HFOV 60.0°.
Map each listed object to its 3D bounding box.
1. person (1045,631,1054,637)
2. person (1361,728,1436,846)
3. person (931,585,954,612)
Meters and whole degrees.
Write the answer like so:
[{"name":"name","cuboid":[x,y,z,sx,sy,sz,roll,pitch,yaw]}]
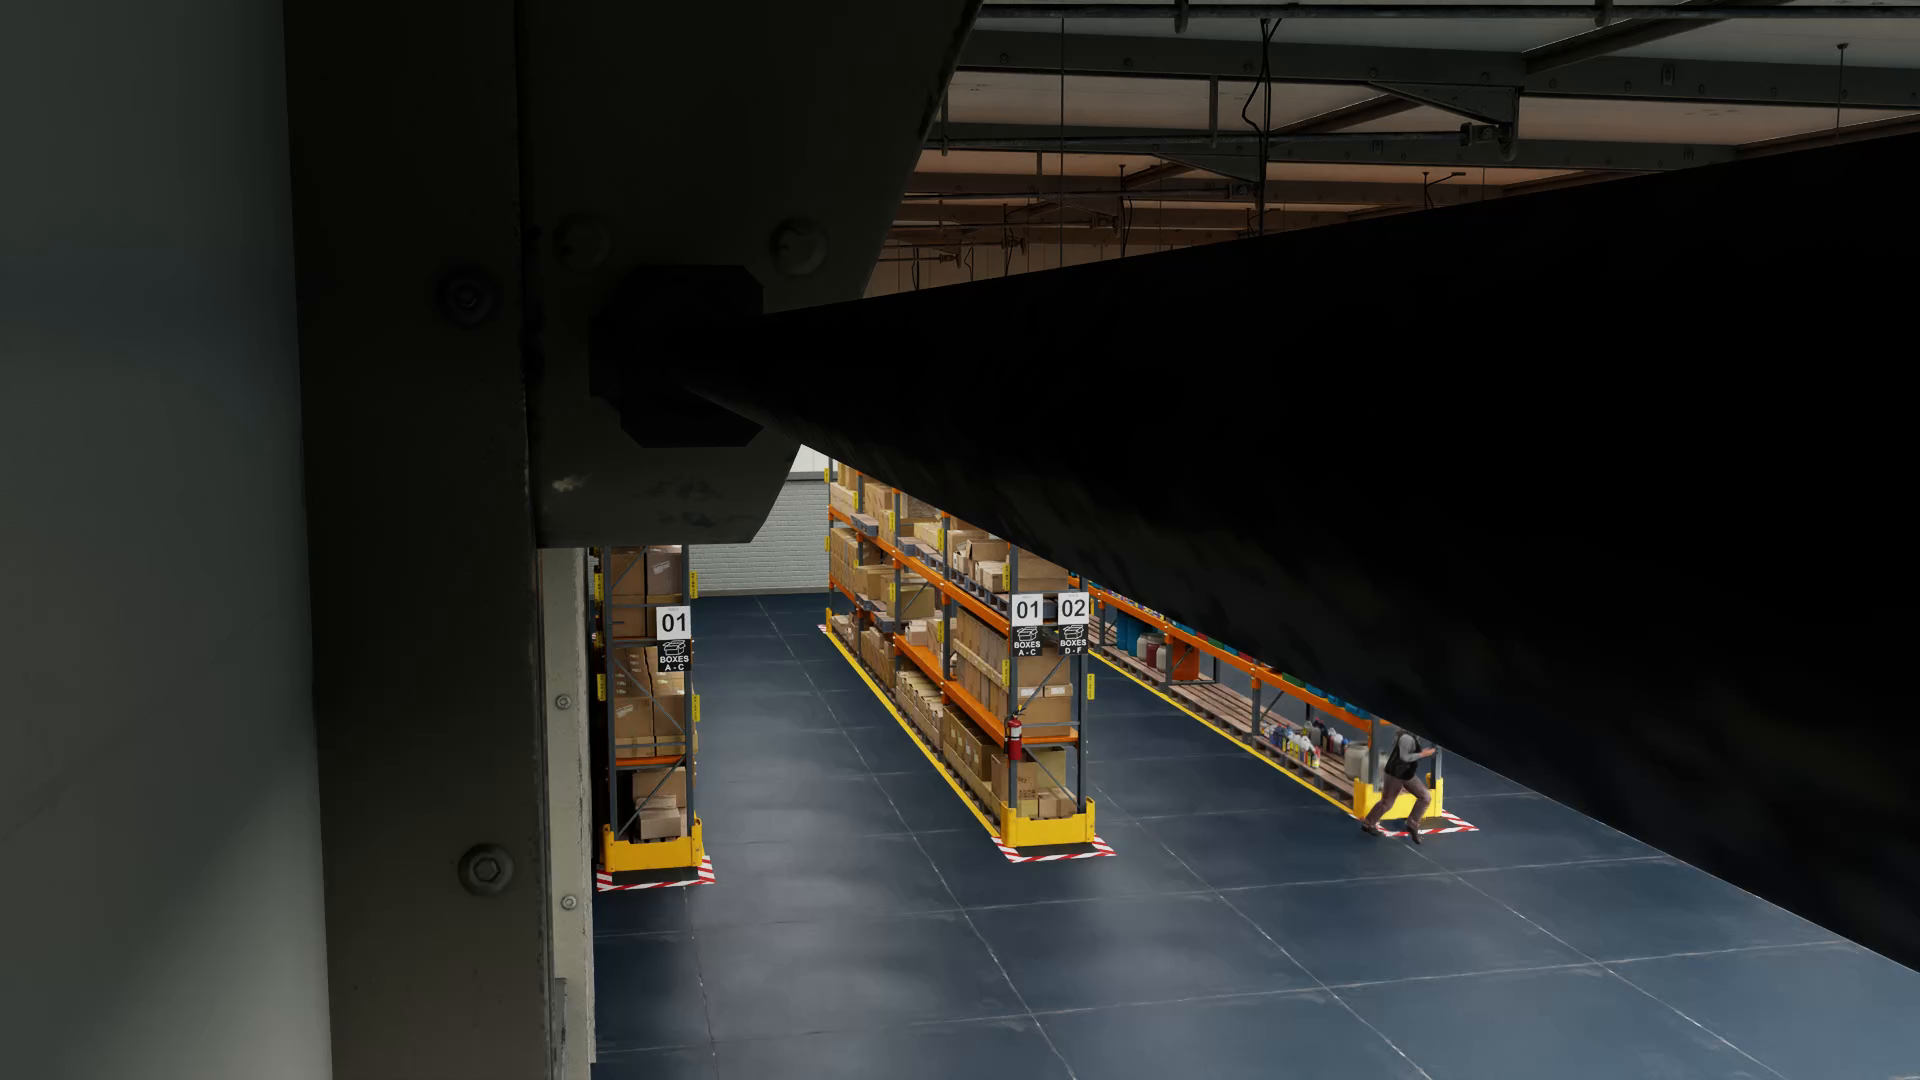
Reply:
[{"name":"person","cuboid":[1.599,1.612,32.280,0.686,1.782,1.053,-2,7,-16]},{"name":"person","cuboid":[5.547,3.009,21.004,0.931,1.706,0.649,5,8,35]},{"name":"person","cuboid":[-0.383,1.289,35.276,0.711,1.765,0.880,-2,7,-13]}]
